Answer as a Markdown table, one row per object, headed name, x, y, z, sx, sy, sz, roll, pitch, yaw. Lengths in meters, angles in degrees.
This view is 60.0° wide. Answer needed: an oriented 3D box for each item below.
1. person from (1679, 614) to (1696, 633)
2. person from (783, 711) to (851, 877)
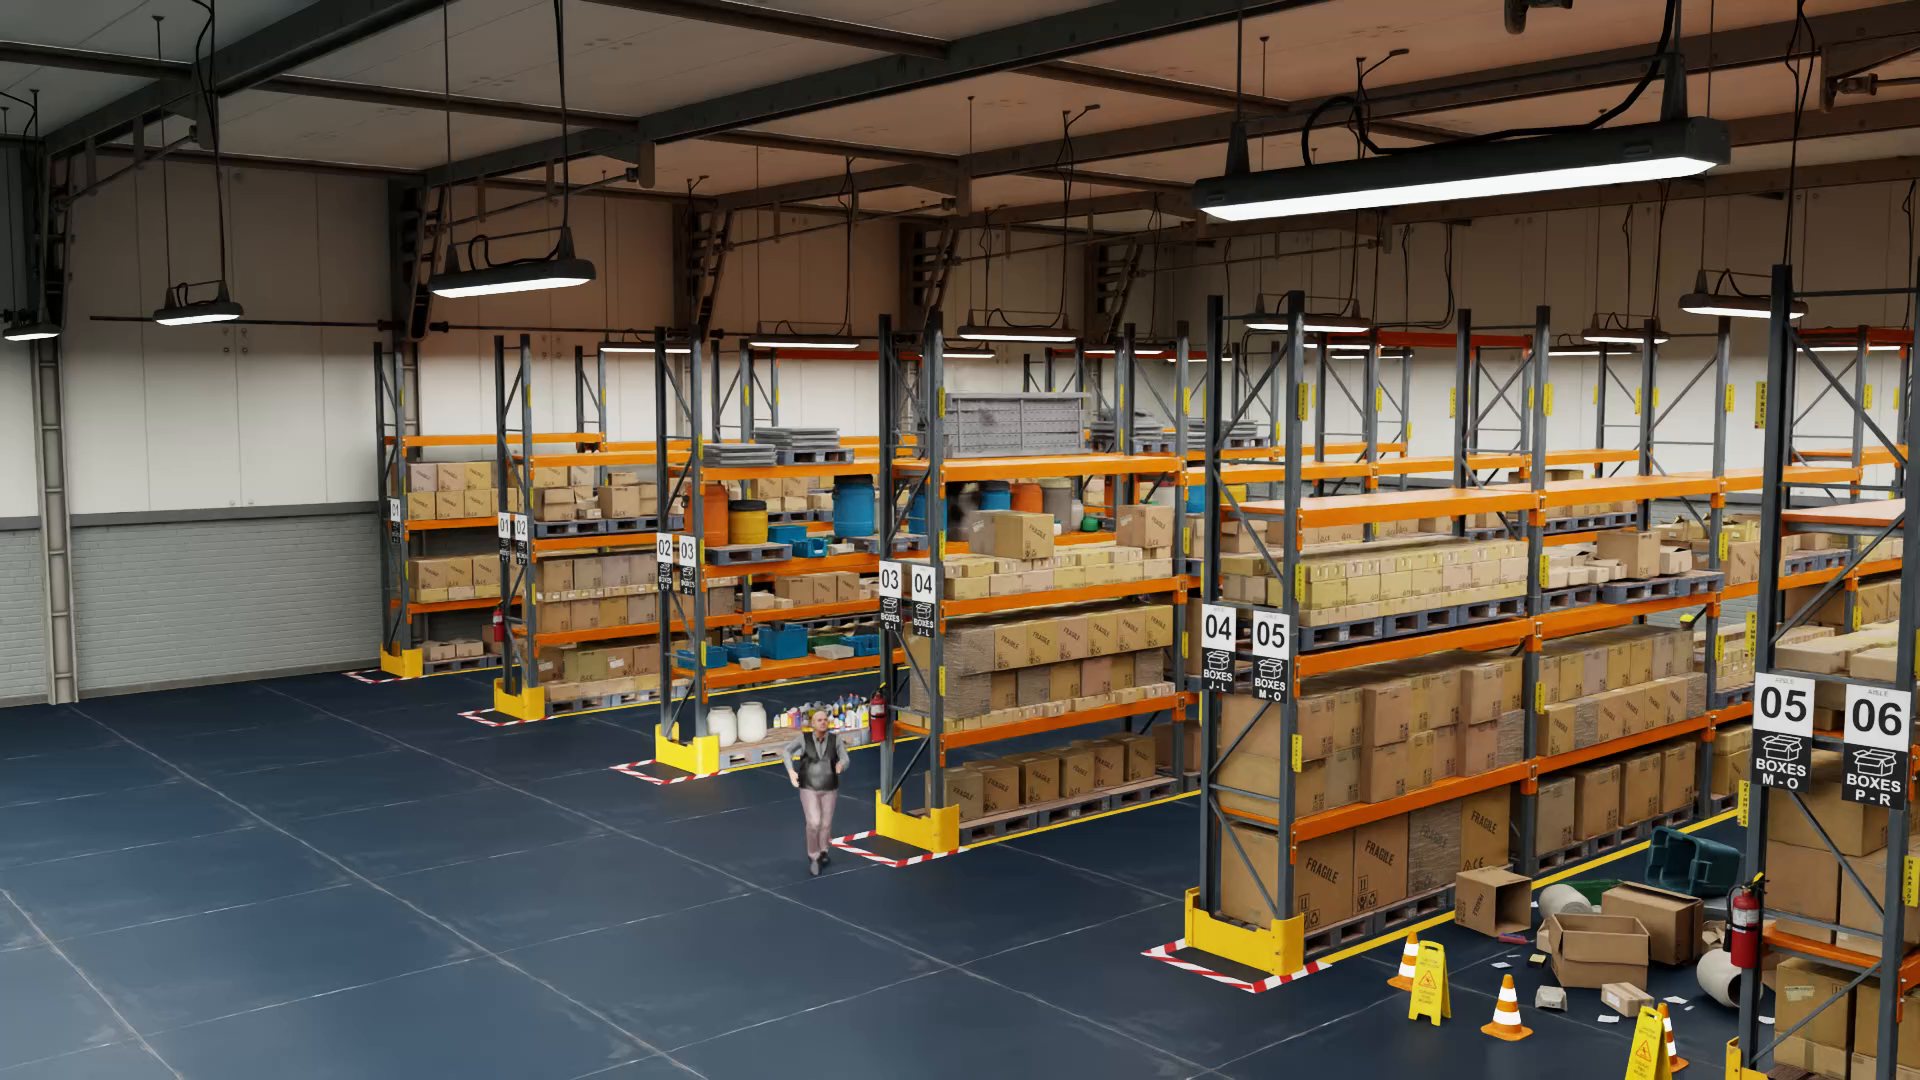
| name | x | y | z | sx | sy | sz | roll | pitch | yaw |
| --- | --- | --- | --- | --- | --- | --- | --- | --- | --- |
| person | 10.832 | 2.015 | 24.882 | 0.677 | 1.822 | 0.738 | 5 | 7 | 44 |
| person | -1.511 | 2.698 | 17.783 | 0.688 | 1.751 | 0.803 | -2 | 5 | -17 |
